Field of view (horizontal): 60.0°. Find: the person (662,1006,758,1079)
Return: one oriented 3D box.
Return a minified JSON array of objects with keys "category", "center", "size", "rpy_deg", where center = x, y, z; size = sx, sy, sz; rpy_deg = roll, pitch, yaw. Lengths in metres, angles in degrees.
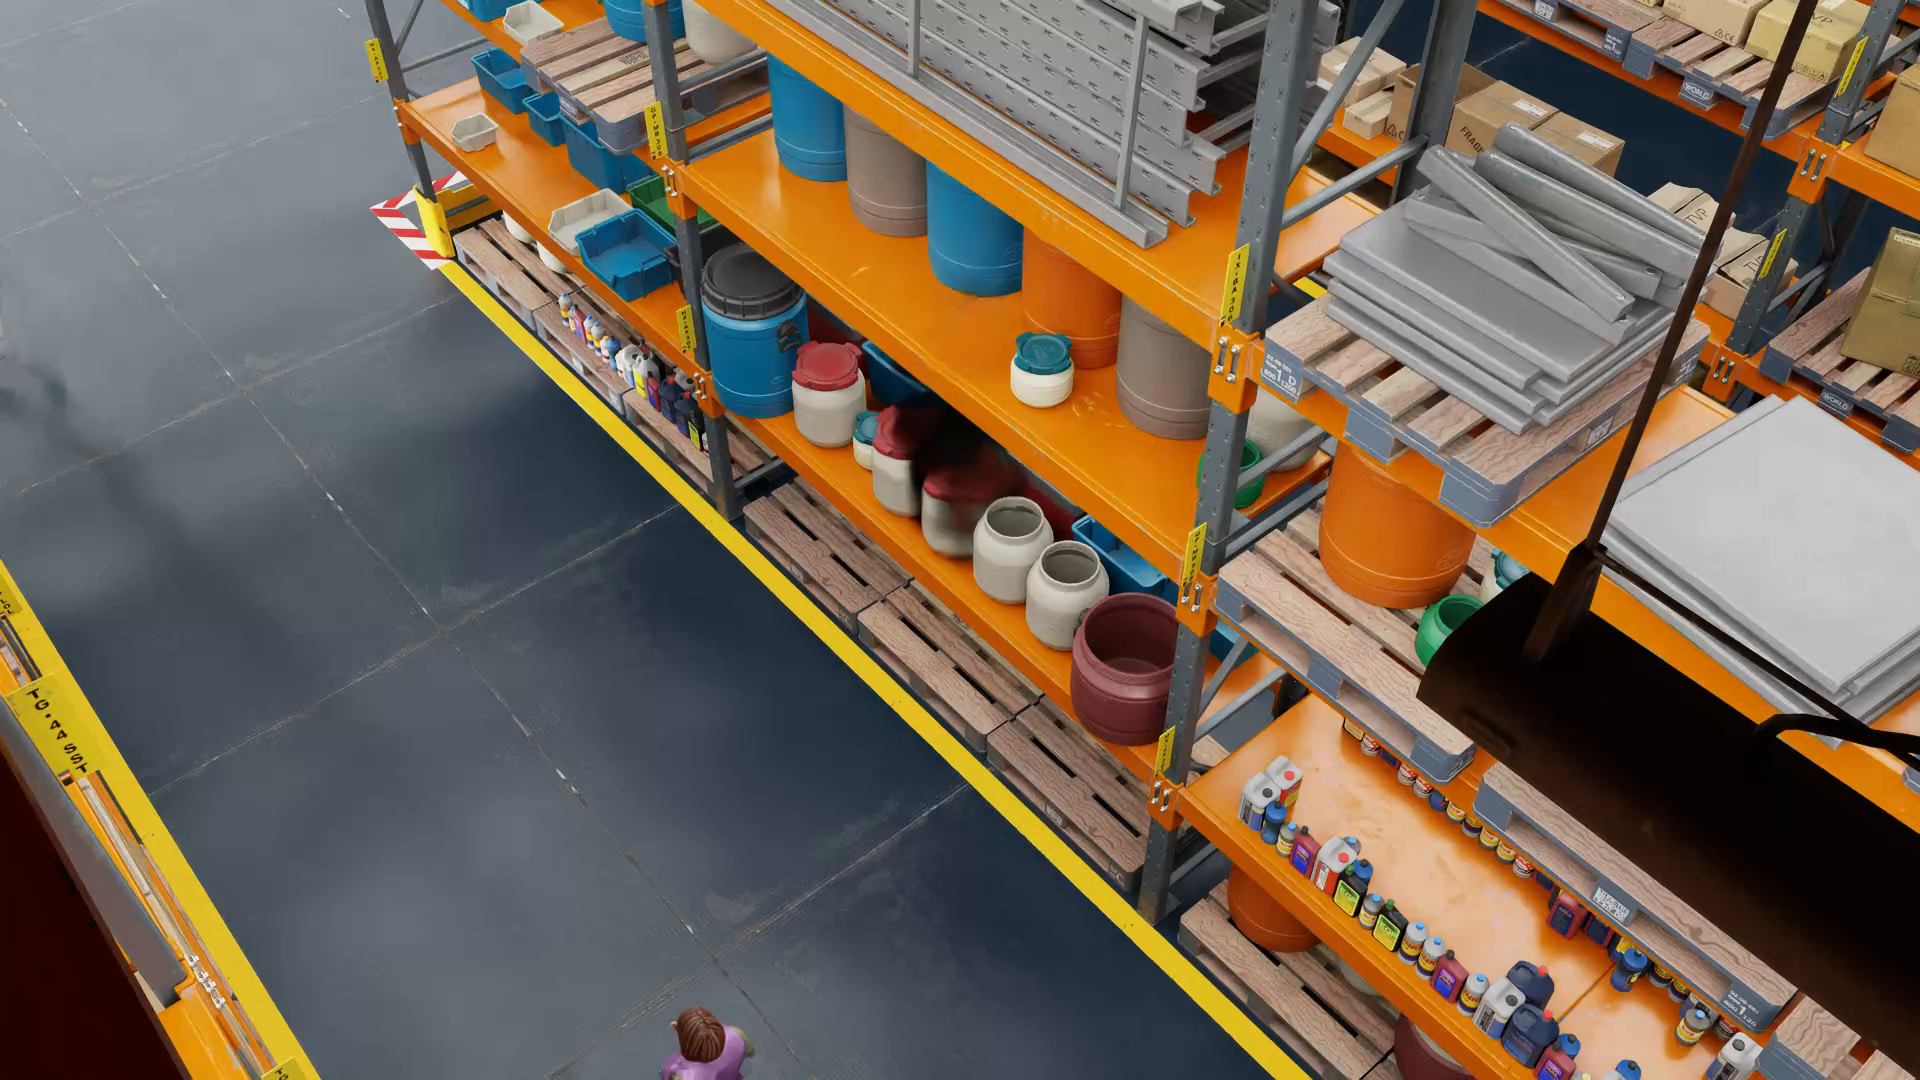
[{"category":"person","center":[-1.064,2.459,7.148],"size":[0.548,1.621,0.818],"rpy_deg":[-33,55,-27]}]
